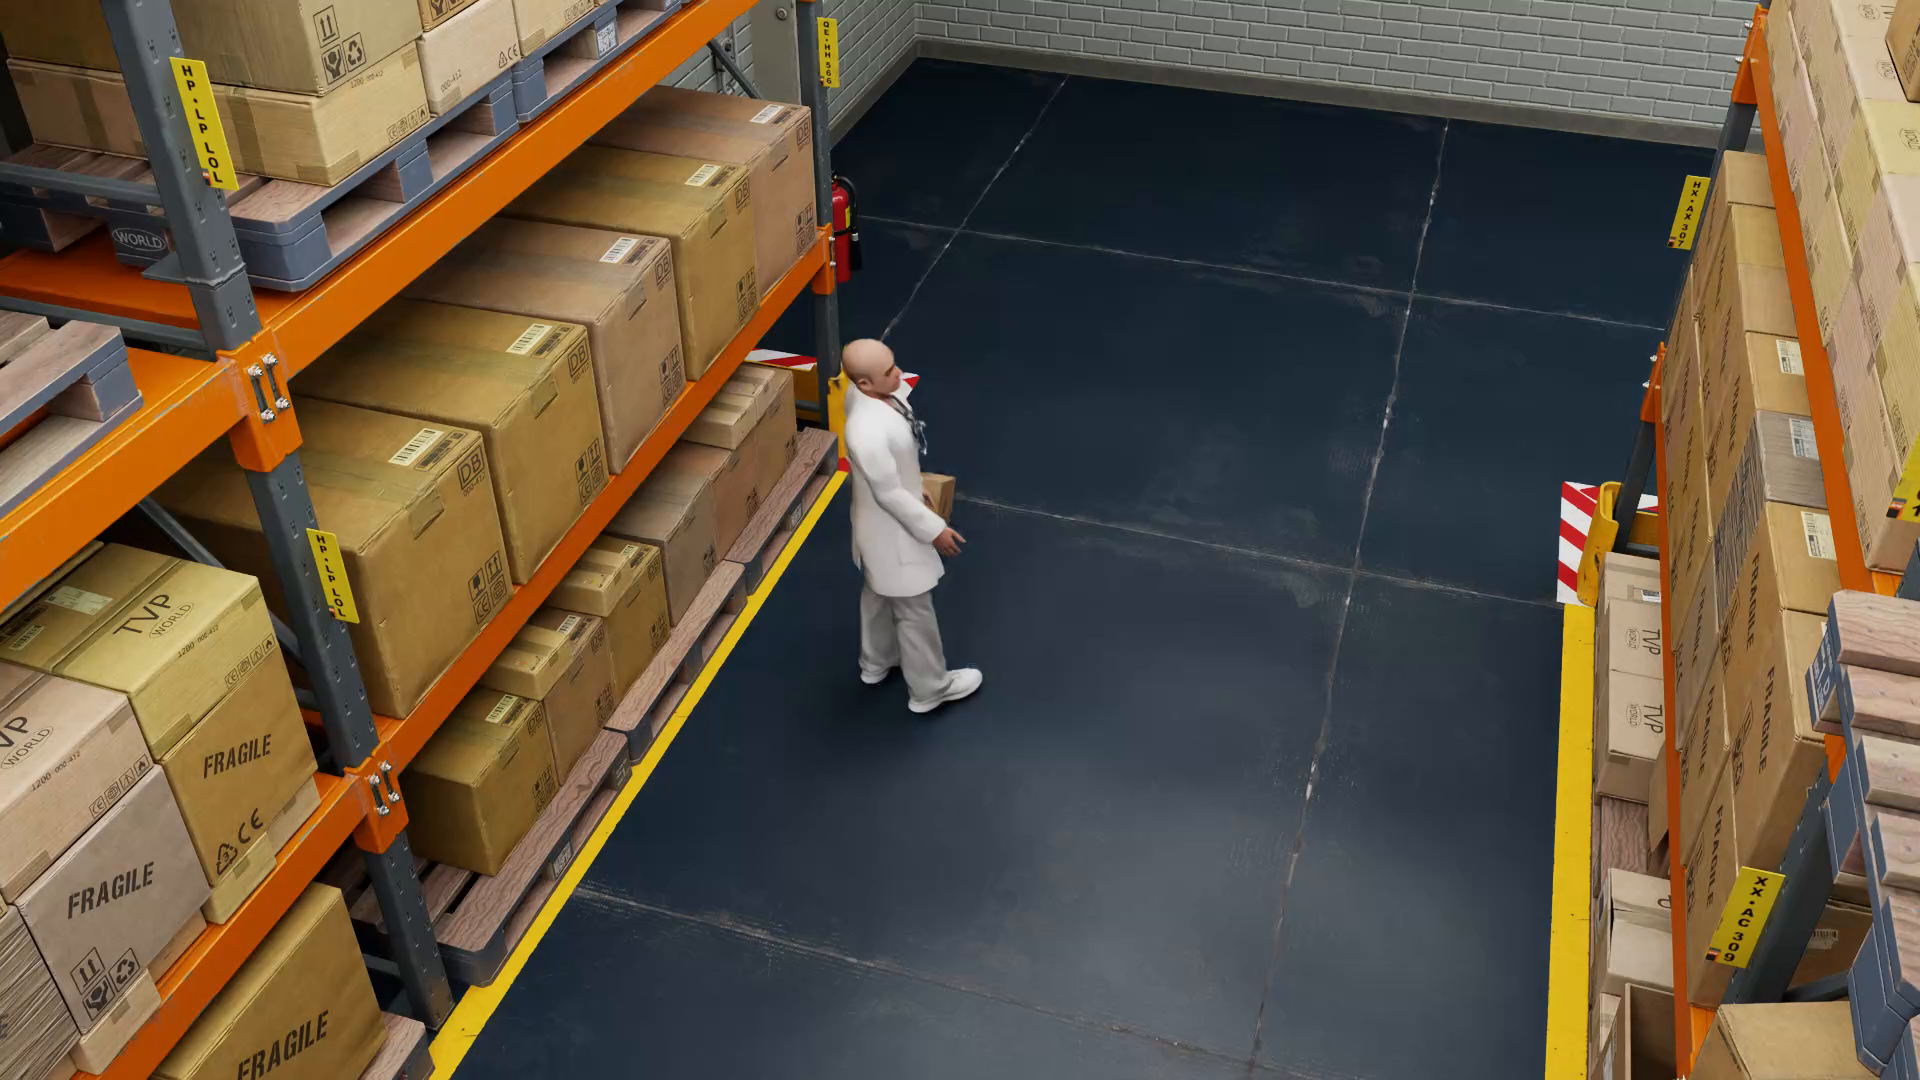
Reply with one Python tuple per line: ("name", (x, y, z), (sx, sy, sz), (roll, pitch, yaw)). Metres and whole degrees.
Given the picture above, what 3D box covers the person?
("person", (-0.202, -0.089, 7.000), (0.577, 1.782, 0.580), (-7, 37, -9))
